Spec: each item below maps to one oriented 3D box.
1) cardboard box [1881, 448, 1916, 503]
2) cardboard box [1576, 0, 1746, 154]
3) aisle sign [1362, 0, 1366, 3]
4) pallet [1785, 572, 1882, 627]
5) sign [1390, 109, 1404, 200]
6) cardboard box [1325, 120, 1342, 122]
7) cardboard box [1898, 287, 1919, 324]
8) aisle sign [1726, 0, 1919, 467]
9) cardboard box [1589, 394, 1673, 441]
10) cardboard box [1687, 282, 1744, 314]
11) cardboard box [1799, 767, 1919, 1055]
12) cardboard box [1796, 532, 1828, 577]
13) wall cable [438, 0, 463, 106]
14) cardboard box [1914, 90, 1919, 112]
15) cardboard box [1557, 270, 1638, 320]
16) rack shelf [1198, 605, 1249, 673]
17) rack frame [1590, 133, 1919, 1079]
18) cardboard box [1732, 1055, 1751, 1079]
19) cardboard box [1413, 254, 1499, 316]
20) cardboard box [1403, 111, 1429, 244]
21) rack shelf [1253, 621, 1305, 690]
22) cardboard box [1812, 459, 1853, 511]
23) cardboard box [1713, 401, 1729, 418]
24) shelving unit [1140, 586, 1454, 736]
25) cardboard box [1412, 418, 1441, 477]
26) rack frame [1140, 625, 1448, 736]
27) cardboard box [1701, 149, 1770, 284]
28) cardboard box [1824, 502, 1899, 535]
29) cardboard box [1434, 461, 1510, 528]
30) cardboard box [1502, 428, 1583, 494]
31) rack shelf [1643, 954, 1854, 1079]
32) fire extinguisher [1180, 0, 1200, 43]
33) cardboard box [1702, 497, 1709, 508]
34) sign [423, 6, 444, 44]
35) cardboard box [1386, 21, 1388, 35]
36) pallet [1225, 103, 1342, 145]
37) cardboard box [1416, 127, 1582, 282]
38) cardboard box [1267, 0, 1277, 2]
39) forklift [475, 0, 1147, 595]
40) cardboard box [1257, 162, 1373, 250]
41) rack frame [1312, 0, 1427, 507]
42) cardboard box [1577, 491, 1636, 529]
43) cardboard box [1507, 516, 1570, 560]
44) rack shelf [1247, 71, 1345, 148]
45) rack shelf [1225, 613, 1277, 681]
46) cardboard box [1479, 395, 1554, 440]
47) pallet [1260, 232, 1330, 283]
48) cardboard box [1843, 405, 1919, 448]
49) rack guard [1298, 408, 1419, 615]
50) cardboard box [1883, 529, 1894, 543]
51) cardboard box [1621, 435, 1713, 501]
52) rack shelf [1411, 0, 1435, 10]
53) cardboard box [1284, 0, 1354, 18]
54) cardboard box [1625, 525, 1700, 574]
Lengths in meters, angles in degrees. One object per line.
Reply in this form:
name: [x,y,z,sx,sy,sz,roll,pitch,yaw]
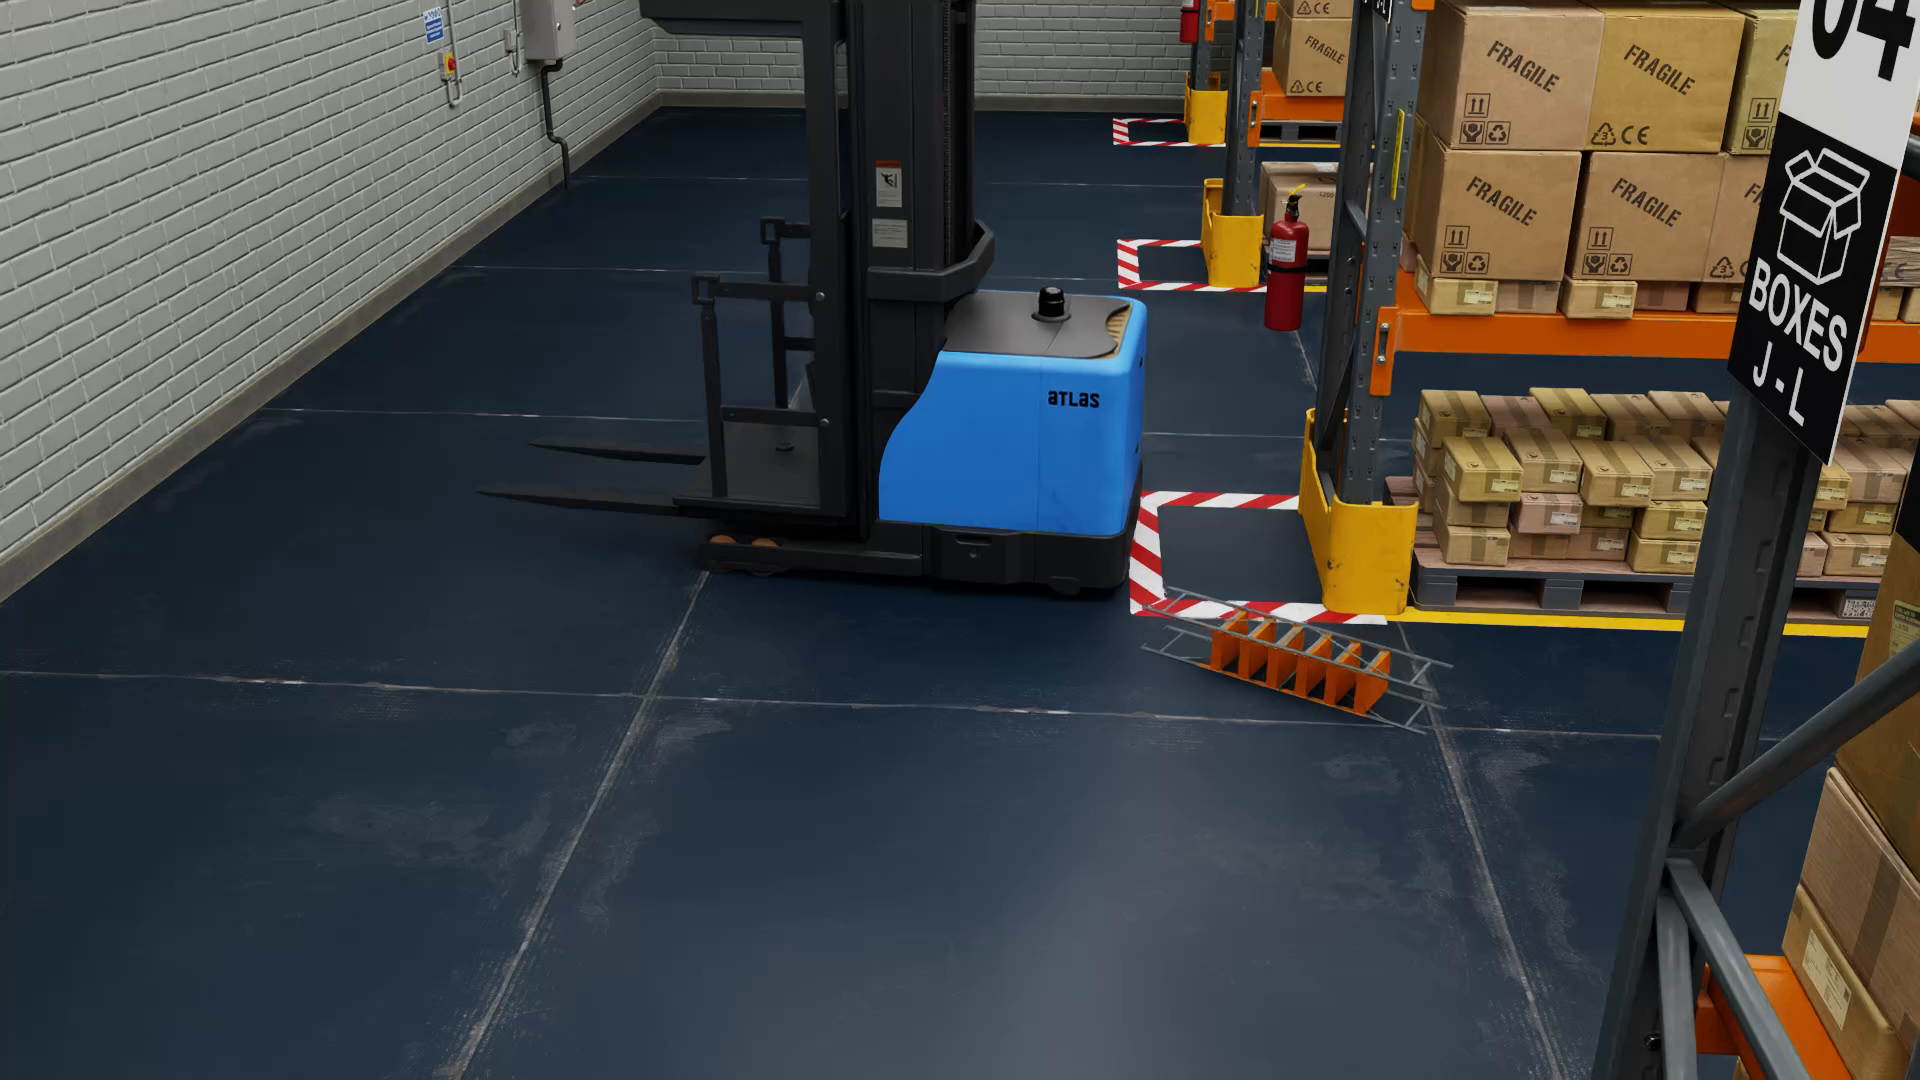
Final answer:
cardboard box: [4.004,-0.244,6.889,0.250,0.149,0.380,1,25,2]
cardboard box: [2.627,-1.789,6.377,0.500,0.500,0.500,3,25,6]
aisle sign: [1.647,-2.601,6.704,0.004,0.787,0.394,2,25,4]
pallet: [3.793,0.058,7.372,1.213,0.211,1.003,2,25,4]
sign: [1.655,-1.459,6.298,0.005,0.325,0.100,2,25,4]
cardboard box: [3.803,-4.380,16.169,0.500,0.500,0.700,3,25,6]
cardboard box: [3.818,-0.982,6.596,0.250,0.149,0.380,2,25,5]
aisle sign: [1.167,-0.537,2.218,0.004,0.787,0.394,2,25,4]
cardboard box: [3.011,-0.525,7.499,0.250,0.149,0.380,1,25,2]
cardboard box: [3.053,-1.039,6.721,0.250,0.149,0.380,2,25,3]
cardboard box: [1.719,0.610,2.661,0.500,0.250,0.500,1,25,3]
cardboard box: [3.460,0.008,7.052,0.250,0.149,0.380,1,25,1]
wall cable: [-3.649,-4.005,11.613,0.123,1.953,0.585,2,25,4]
cardboard box: [3.653,-1.748,6.289,0.500,0.500,0.500,1,25,2]
cardboard box: [2.515,-1.009,6.656,0.250,0.149,0.380,1,25,2]
rack shelf: [1.062,0.391,6.668,0.103,0.180,0.258,16,29,31]
rack frame: [1.216,0.770,2.488,0.053,2.616,0.949,2,25,4]
cardboard box: [1.860,1.533,2.869,0.875,0.875,0.875,2,25,4]
cardboard box: [1.994,-1.031,6.703,0.250,0.149,0.380,2,25,4]
cardboard box: [2.164,-1.566,7.089,0.500,0.500,0.500,2,25,5]
rack shelf: [1.260,0.448,6.545,0.103,0.180,0.258,16,29,31]
cardboard box: [3.506,-0.266,6.936,0.250,0.149,0.380,2,25,5]
cardboard box: [3.537,-0.485,7.412,0.250,0.149,0.380,1,25,2]
shelving unit: [1.297,0.458,6.522,1.200,0.189,0.258,16,29,31]
cardboard box: [2.244,-0.425,7.638,0.250,0.149,0.380,1,25,3]
rack frame: [1.297,0.541,6.561,1.200,0.006,0.240,16,29,31]
cardboard box: [3.146,-1.316,6.546,0.500,0.500,0.500,2,25,5]
cardboard box: [3.780,-0.170,7.083,0.250,0.149,0.380,3,25,6]
cardboard box: [2.199,-0.199,7.147,0.250,0.149,0.380,3,25,6]
cardboard box: [2.477,-0.341,7.100,0.250,0.149,0.380,2,25,5]
rack shelf: [3.210,1.162,2.496,4.000,0.370,1.077,2,25,4]
fire extinguisher: [2.169,-5.035,15.643,0.183,0.674,0.296,2,25,4]
cardboard box: [3.238,-0.174,7.092,0.250,0.149,0.380,1,25,1]
sign: [-3.714,-3.634,11.736,0.001,0.218,0.327,2,25,4]
cardboard box: [2.938,-3.265,11.137,0.500,0.500,0.500,1,25,3]
pallet: [3.222,-4.133,16.480,1.213,0.211,1.003,2,25,4]
cardboard box: [2.123,-1.343,6.606,0.500,0.500,0.500,3,25,6]
cardboard box: [2.915,-5.200,15.763,0.250,0.149,0.380,2,25,5]
forklift: [-0.703,-1.381,7.244,3.031,2.935,1.130,4,25,9]
cardboard box: [2.640,-2.406,11.953,0.875,0.438,0.875,1,25,2]
rack frame: [1.696,-1.292,6.970,0.127,3.000,1.000,2,25,4]
cardboard box: [2.719,-0.196,7.140,0.250,0.149,0.380,2,25,5]
cardboard box: [2.461,-0.064,7.208,0.250,0.149,0.380,2,25,4]
rack shelf: [3.969,-2.968,11.472,4.000,0.370,1.077,2,25,4]
rack shelf: [1.161,0.420,6.607,0.103,0.180,0.258,16,29,31]
cardboard box: [2.490,-0.515,7.477,0.250,0.149,0.380,2,25,5]
pallet: [2.778,-2.099,12.059,1.213,0.211,1.003,2,25,4]
cardboard box: [4.044,-0.464,7.367,0.250,0.149,0.380,1,25,2]
rack guard: [1.772,-0.154,7.487,0.348,0.500,1.175,2,25,4]
cardboard box: [3.981,0.000,7.070,0.250,0.149,0.380,2,25,5]
cardboard box: [2.972,-0.306,7.024,0.250,0.149,0.380,1,25,1]
rack shelf: [3.690,-2.264,6.355,4.000,0.370,1.077,2,25,4]
cardboard box: [2.431,-3.724,10.940,0.500,0.500,0.500,1,25,3]
cardboard box: [2.956,-0.005,7.080,0.250,0.149,0.380,2,25,5]
